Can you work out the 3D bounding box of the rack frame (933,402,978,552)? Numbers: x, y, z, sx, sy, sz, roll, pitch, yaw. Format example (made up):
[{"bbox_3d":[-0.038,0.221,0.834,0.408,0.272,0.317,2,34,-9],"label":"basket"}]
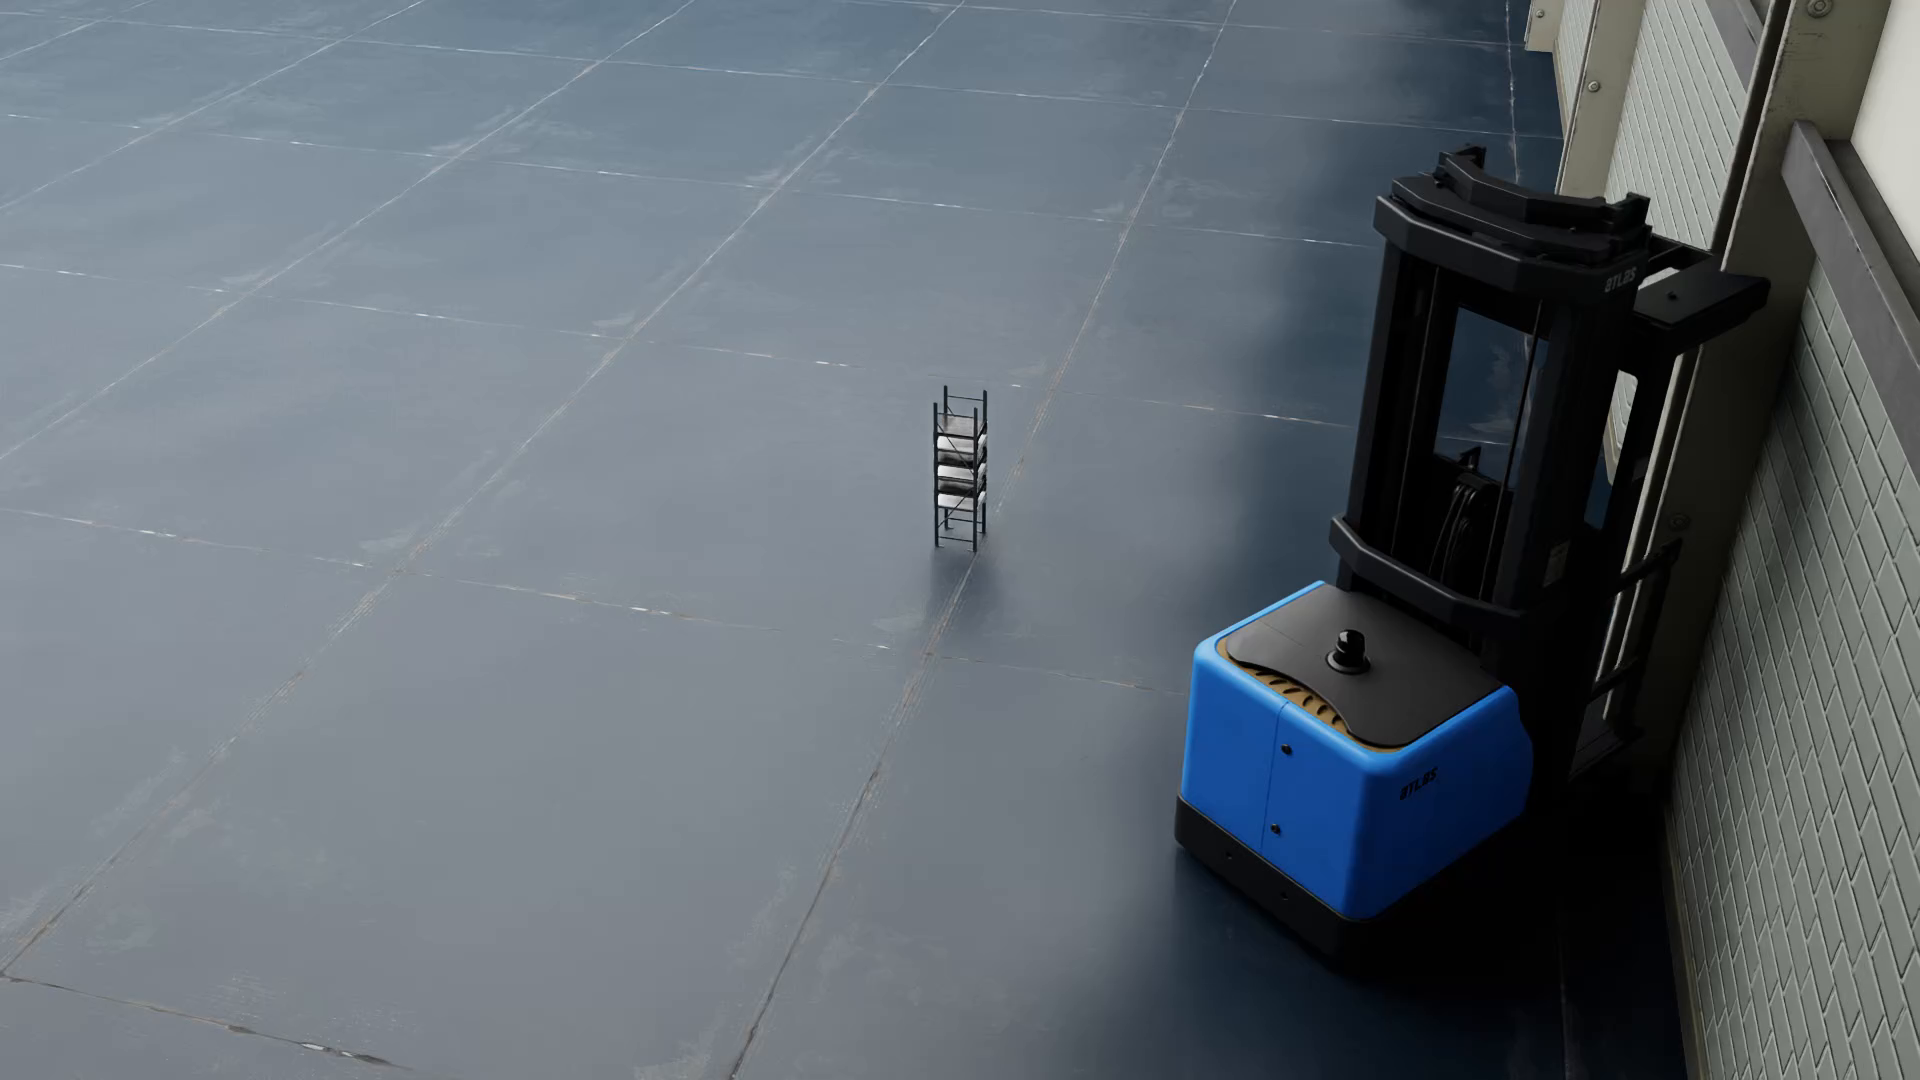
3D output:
[{"bbox_3d":[-0.024,-0.331,9.002,0.240,0.900,0.006,8,33,12],"label":"rack frame"}]

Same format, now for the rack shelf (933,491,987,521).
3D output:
[{"bbox_3d":[0.002,-0.204,9.199,0.258,0.077,0.200,8,33,12],"label":"rack shelf"}]

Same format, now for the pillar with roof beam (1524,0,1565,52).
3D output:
[{"bbox_3d":[1.938,-9.581,16.003,9.100,9.000,0.400,8,33,12],"label":"pillar with roof beam"}]

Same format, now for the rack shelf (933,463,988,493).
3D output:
[{"bbox_3d":[0.002,-0.356,9.103,0.258,0.077,0.200,8,33,12],"label":"rack shelf"}]

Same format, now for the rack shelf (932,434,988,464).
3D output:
[{"bbox_3d":[0.002,-0.508,9.006,0.258,0.077,0.200,8,33,12],"label":"rack shelf"}]

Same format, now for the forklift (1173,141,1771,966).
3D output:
[{"bbox_3d":[2.389,-0.201,6.905,3.031,2.935,1.130,-23,39,-32],"label":"forklift"}]

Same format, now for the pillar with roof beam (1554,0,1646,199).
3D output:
[{"bbox_3d":[0.415,-6.468,11.106,9.100,9.000,0.400,8,33,12],"label":"pillar with roof beam"}]

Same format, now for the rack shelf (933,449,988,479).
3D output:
[{"bbox_3d":[0.002,-0.432,9.055,0.258,0.077,0.200,8,33,12],"label":"rack shelf"}]

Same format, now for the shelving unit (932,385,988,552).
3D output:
[{"bbox_3d":[0.002,-0.384,9.085,0.258,0.900,0.210,8,33,12],"label":"shelving unit"}]

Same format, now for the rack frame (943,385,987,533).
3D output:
[{"bbox_3d":[0.028,-0.437,9.168,0.240,0.900,0.006,8,33,12],"label":"rack frame"}]

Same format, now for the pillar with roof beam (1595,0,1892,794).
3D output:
[{"bbox_3d":[-1.107,-3.354,6.208,9.100,9.000,0.400,8,33,12],"label":"pillar with roof beam"}]

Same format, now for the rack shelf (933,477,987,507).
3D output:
[{"bbox_3d":[0.002,-0.280,9.151,0.258,0.077,0.200,8,33,12],"label":"rack shelf"}]

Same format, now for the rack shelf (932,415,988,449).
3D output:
[{"bbox_3d":[0.002,-0.584,8.958,0.258,0.077,0.200,8,33,12],"label":"rack shelf"}]
